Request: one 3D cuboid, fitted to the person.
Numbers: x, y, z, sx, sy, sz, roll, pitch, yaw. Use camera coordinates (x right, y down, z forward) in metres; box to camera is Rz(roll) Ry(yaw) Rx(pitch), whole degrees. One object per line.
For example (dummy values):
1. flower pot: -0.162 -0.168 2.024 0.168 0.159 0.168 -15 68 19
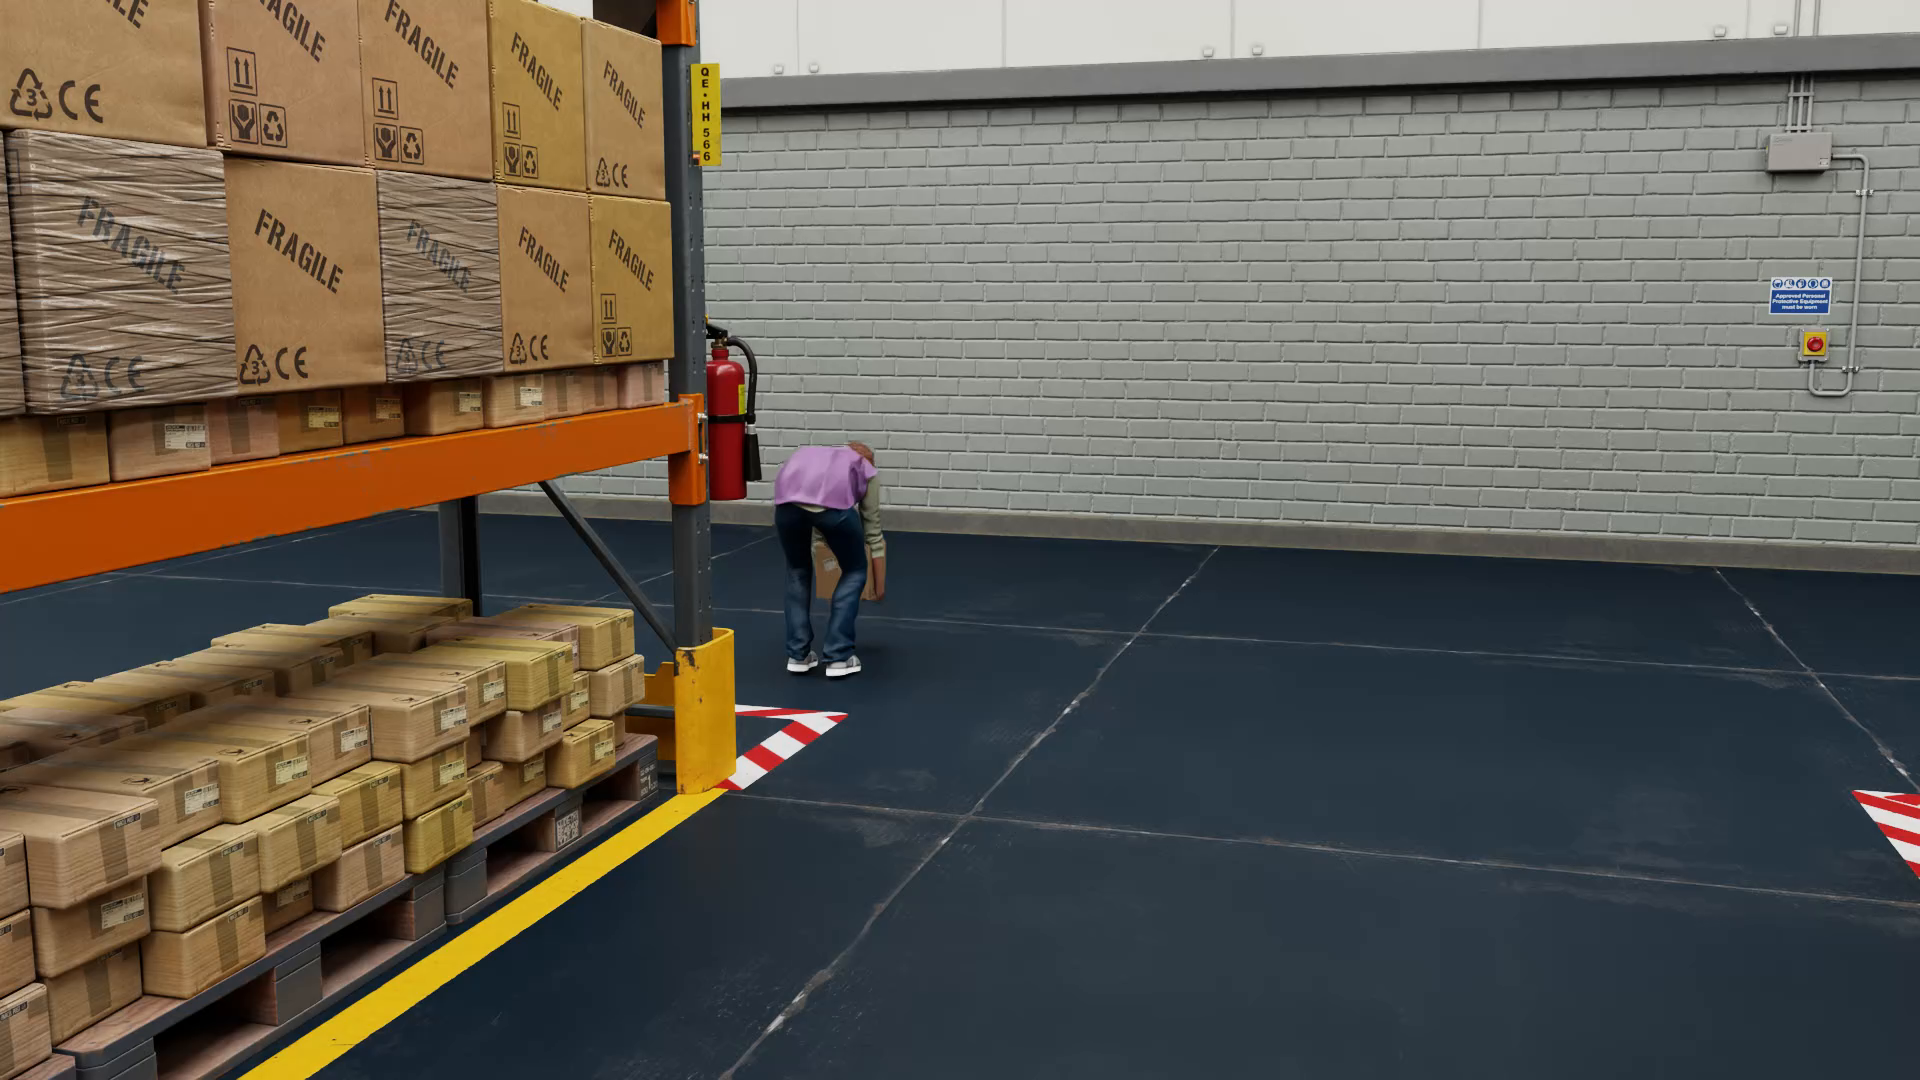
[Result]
1. person: -0.561 0.065 7.454 0.390 1.001 0.871 2 9 14
